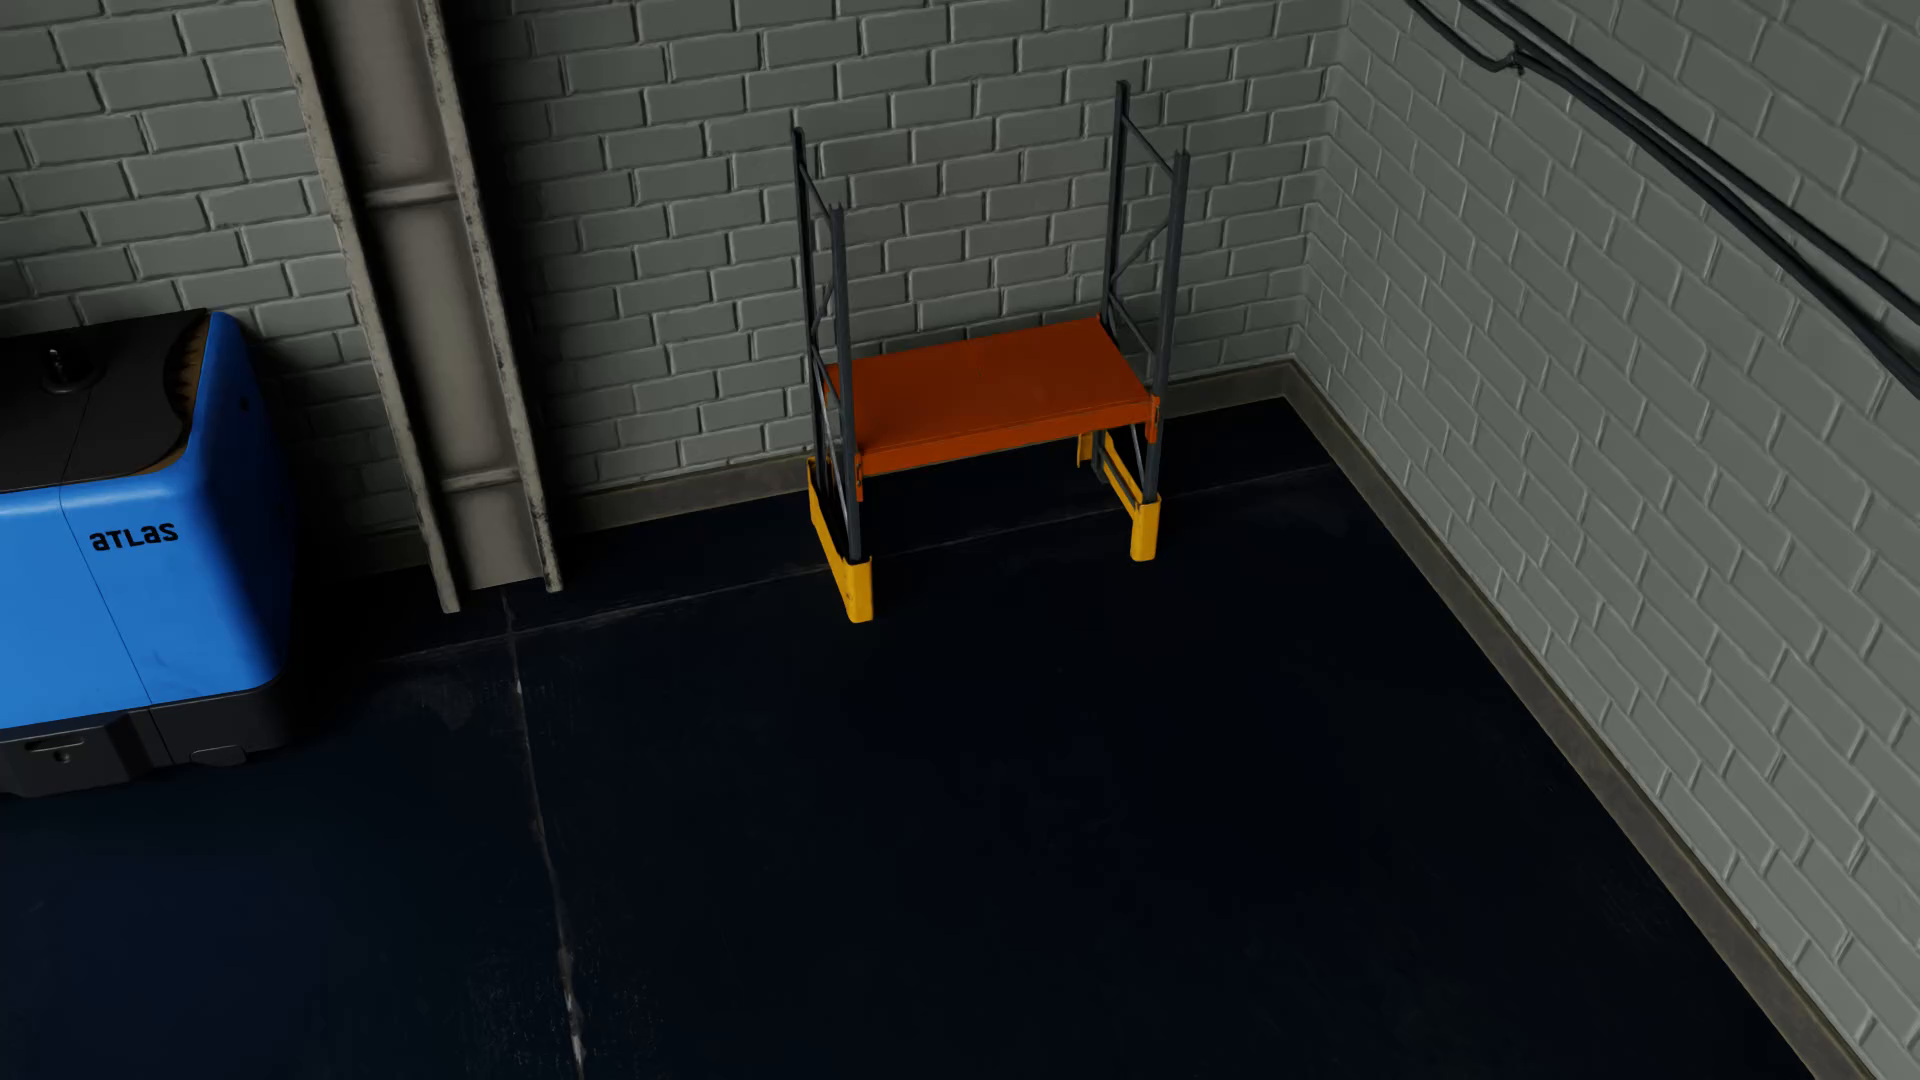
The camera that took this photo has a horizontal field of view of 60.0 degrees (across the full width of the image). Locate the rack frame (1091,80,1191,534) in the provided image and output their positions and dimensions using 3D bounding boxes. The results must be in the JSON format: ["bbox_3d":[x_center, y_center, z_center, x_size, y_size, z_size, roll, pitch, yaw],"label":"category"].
[{"bbox_3d":[0.566,-0.682,5.391,0.032,1.500,0.500,-12,42,-13],"label":"rack frame"}]

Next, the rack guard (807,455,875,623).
[{"bbox_3d":[-0.402,-0.011,5.572,0.087,0.250,0.587,-12,42,-13],"label":"rack guard"}]

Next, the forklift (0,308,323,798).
[{"bbox_3d":[-3.532,-0.552,4.155,3.031,2.935,1.130,-9,42,-10],"label":"forklift"}]

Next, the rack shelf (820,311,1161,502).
[{"bbox_3d":[0.081,-0.446,5.394,1.000,0.185,0.538,-12,42,-13],"label":"rack shelf"}]

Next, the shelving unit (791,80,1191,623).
[{"bbox_3d":[0.073,-0.580,5.274,1.083,1.500,0.587,-12,42,-13],"label":"shelving unit"}]

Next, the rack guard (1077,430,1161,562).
[{"bbox_3d":[0.548,-0.208,5.798,0.087,0.250,0.587,-12,42,-13],"label":"rack guard"}]

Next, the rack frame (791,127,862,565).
[{"bbox_3d":[-0.404,-0.481,5.161,0.032,1.500,0.500,-12,42,-13],"label":"rack frame"}]
